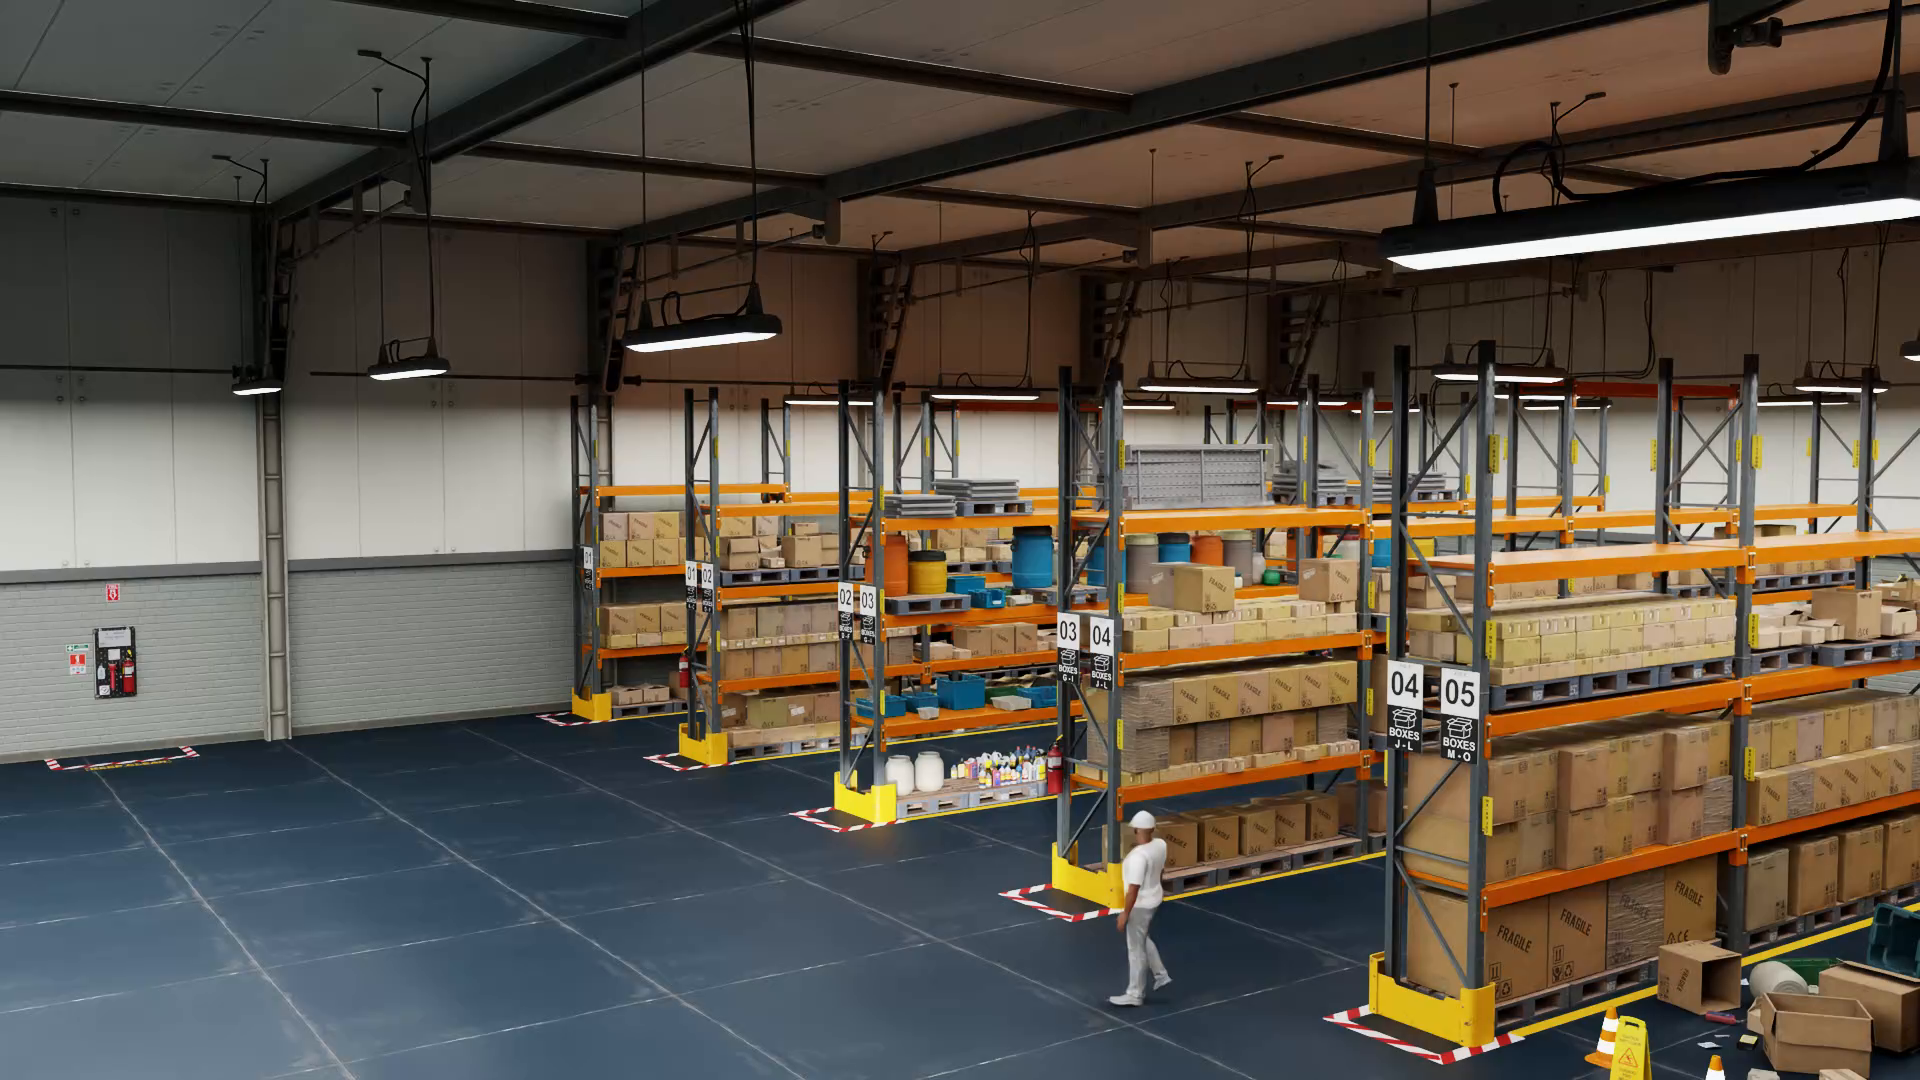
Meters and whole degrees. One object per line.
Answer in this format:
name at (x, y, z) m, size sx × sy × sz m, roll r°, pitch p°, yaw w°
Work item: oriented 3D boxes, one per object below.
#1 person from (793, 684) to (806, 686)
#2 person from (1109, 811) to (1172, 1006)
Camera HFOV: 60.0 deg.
person at (-2.937, 2.483, 29.691) m, size 0.590 × 1.790 × 0.390 m, roll -2°, pitch 4°, yaw -34°
person at (1.674, 3.352, 15.282) m, size 0.492 × 1.764 × 0.663 m, roll 1°, pitch 4°, yaw 22°
